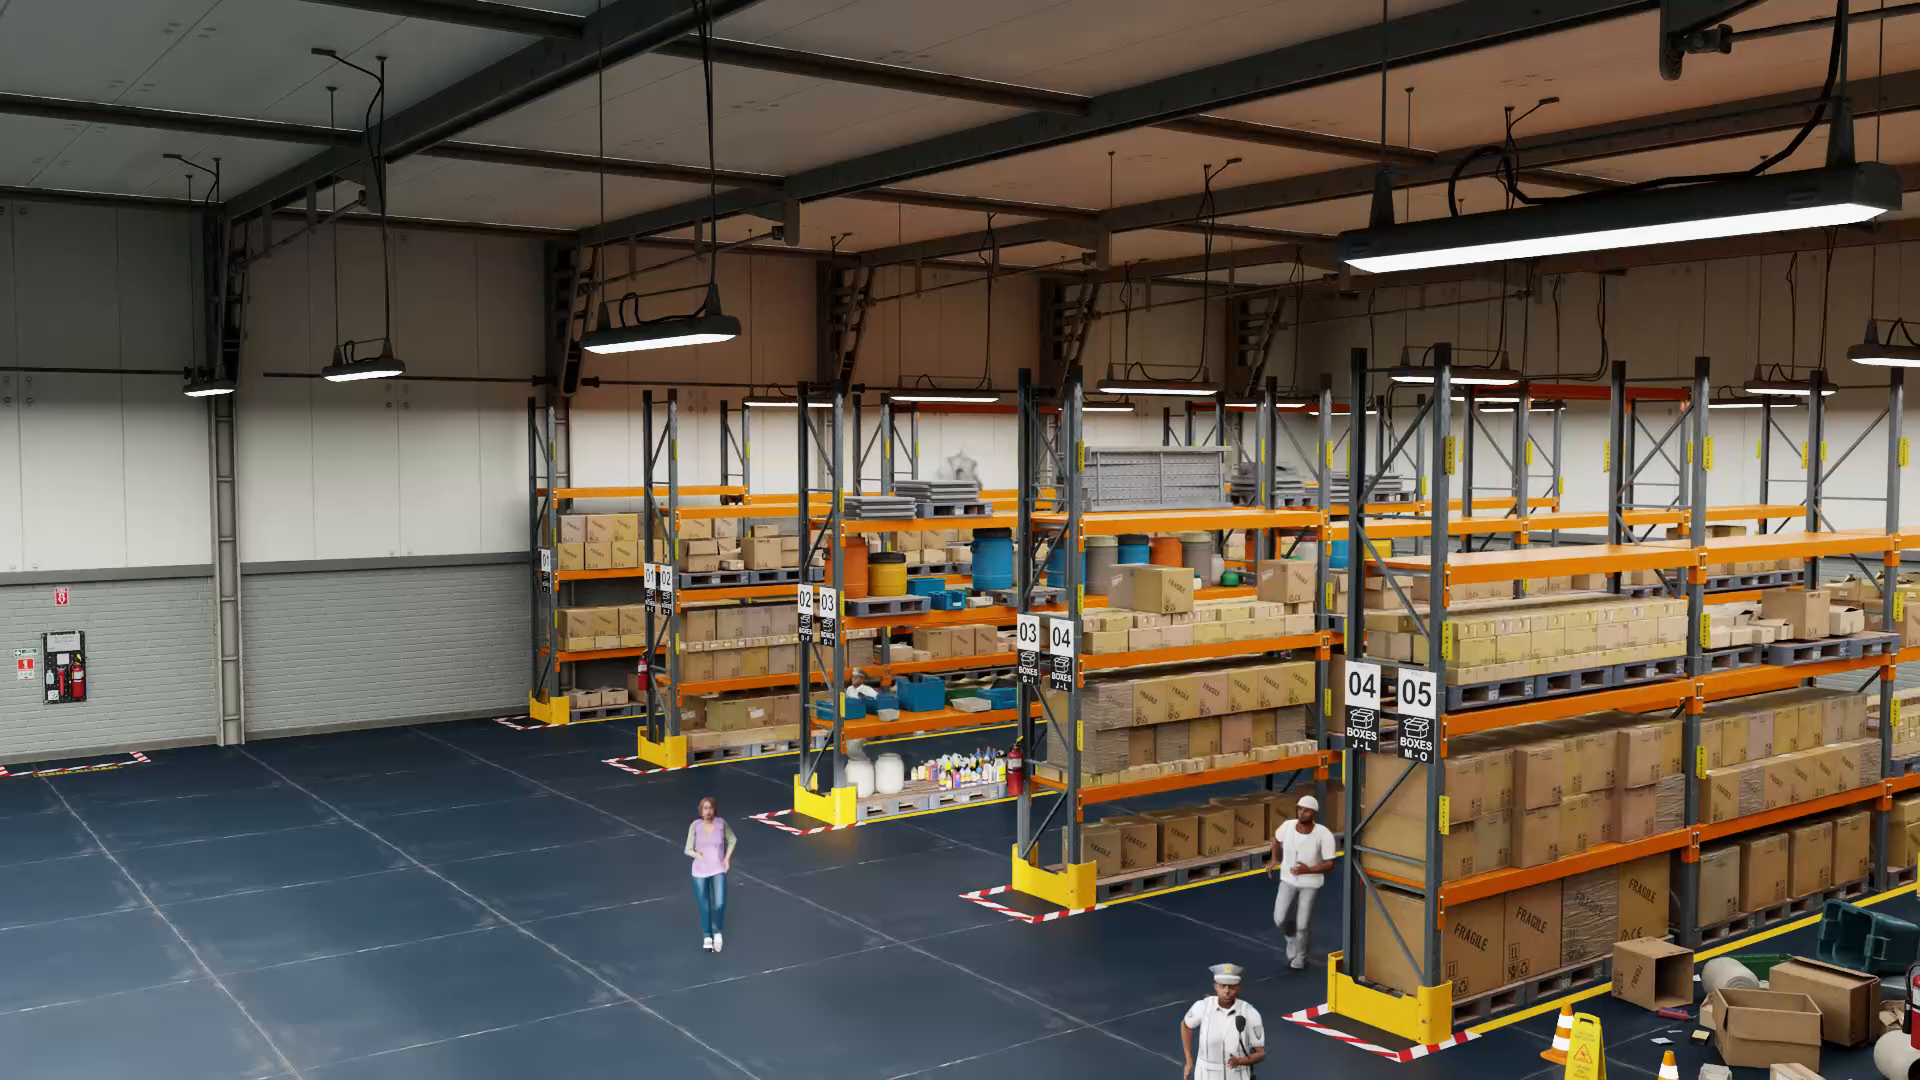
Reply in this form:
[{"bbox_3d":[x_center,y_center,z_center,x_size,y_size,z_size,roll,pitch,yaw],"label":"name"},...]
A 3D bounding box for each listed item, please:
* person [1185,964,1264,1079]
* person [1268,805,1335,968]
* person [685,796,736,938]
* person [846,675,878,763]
[{"bbox_3d":[1.766,3.665,11.112,0.508,1.756,0.655,0,3,4],"label":"person"},{"bbox_3d":[3.317,3.468,16.257,0.701,1.459,0.600,2,4,28],"label":"person"},{"bbox_3d":[-2.509,3.332,16.738,0.517,1.476,0.596,-1,3,-9],"label":"person"},{"bbox_3d":[-1.596,2.784,25.140,0.649,1.603,0.609,3,5,42],"label":"person"}]
